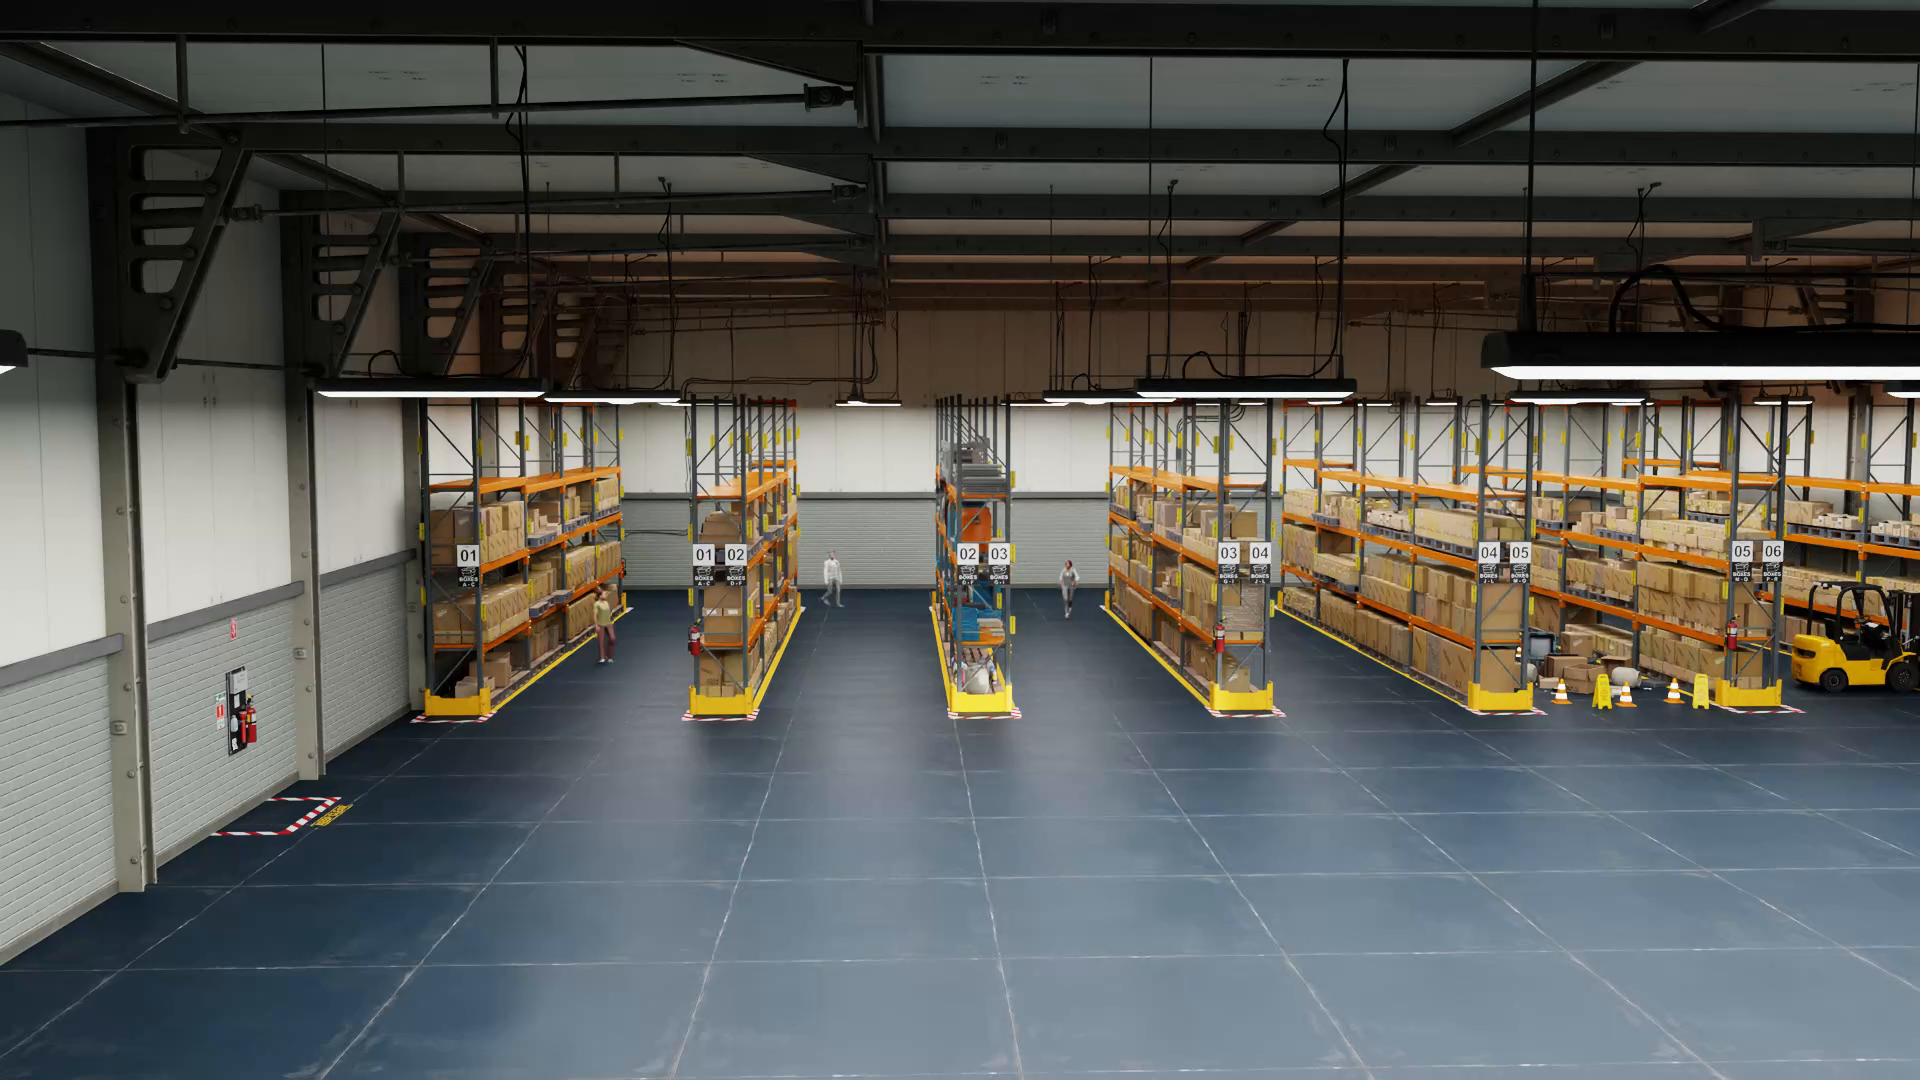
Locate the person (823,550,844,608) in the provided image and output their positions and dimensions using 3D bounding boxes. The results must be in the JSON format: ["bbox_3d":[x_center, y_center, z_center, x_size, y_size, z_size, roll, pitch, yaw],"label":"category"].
[{"bbox_3d":[-3.710,1.114,47.907,0.518,1.661,0.658,-4,6,-40],"label":"person"}]

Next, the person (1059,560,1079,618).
[{"bbox_3d":[3.023,1.428,45.993,0.540,1.409,0.648,0,4,1],"label":"person"}]

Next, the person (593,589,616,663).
[{"bbox_3d":[-8.073,1.962,37.592,0.473,1.712,0.442,-3,5,-31],"label":"person"}]

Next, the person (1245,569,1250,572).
[{"bbox_3d":[8.828,0.942,49.968,0.564,1.682,0.799,1,5,17],"label":"person"}]
